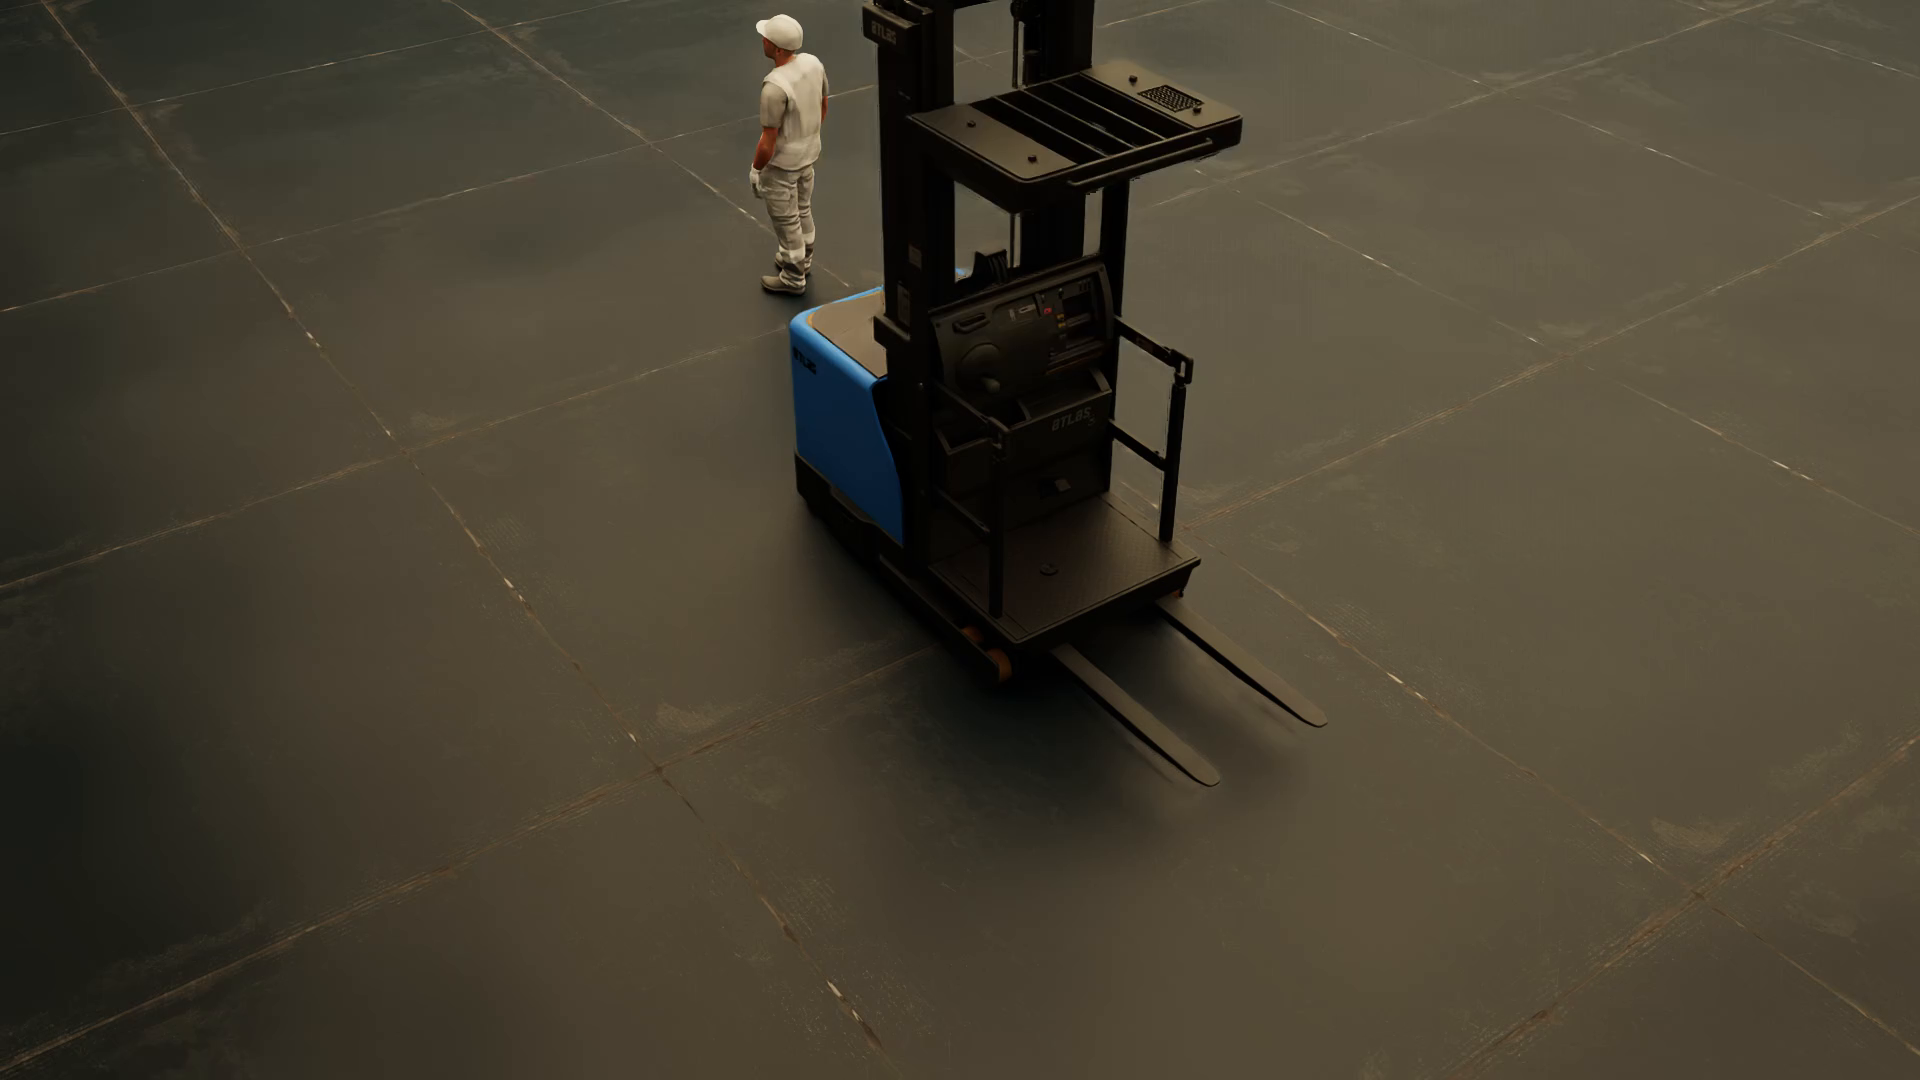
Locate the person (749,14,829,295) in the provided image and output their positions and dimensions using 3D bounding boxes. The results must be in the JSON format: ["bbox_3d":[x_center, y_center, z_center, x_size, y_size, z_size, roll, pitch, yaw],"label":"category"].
[{"bbox_3d":[-1.094,-2.321,10.032,0.563,1.787,0.638,20,41,25],"label":"person"}]

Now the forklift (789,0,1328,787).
[{"bbox_3d":[0.408,-0.855,7.101,1.130,2.935,3.031,-23,42,-28],"label":"forklift"}]
